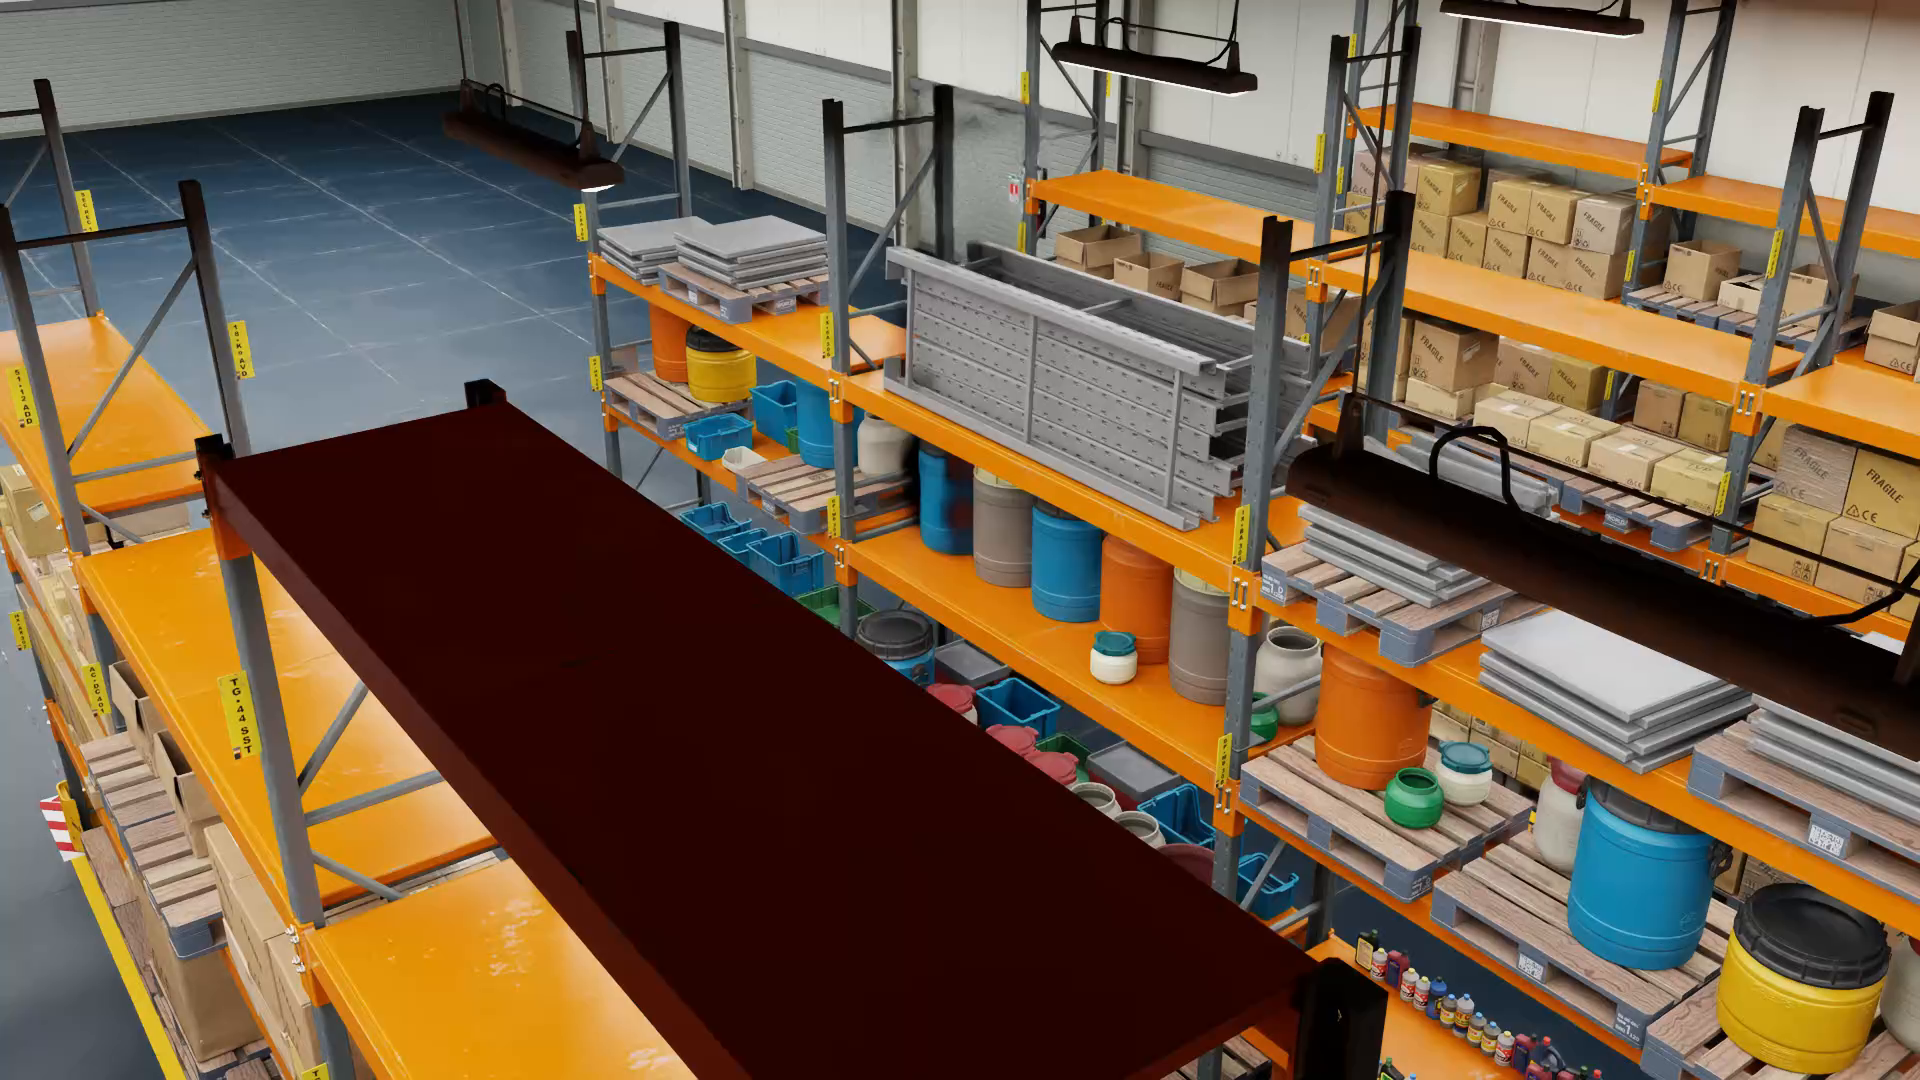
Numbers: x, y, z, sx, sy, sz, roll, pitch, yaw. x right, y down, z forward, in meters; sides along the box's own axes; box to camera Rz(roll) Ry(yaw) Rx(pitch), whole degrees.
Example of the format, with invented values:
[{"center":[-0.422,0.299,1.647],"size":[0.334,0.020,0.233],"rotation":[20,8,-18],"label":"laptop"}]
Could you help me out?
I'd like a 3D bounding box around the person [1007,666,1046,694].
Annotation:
[{"center":[0.500,1.263,14.251],"size":[0.649,1.682,0.564],"rotation":[-22,33,-39],"label":"person"}]
